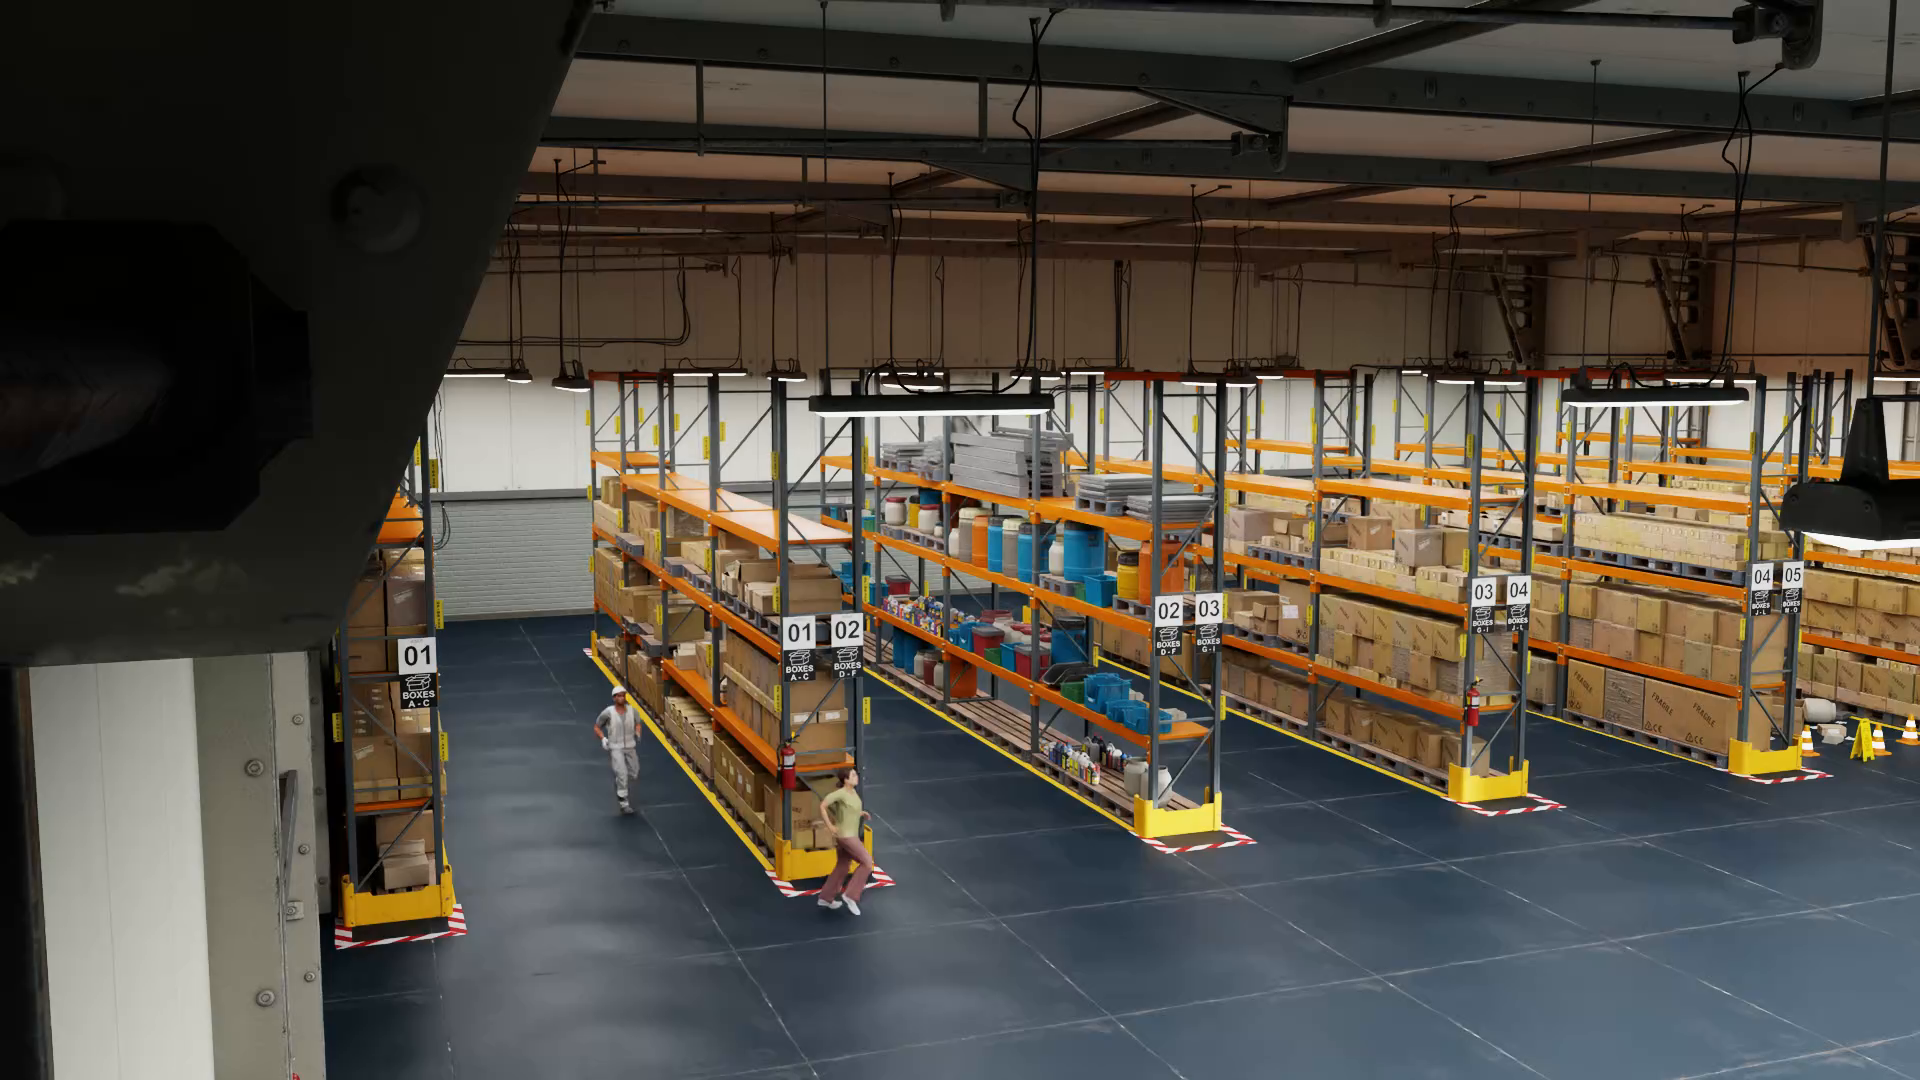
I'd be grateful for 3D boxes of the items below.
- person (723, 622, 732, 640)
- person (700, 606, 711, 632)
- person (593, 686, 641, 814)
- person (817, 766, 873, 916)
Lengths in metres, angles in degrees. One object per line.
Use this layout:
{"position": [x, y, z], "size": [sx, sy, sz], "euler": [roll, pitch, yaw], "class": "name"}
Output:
{"position": [-4.826, 1.687, 34.272], "size": [0.533, 1.657, 0.691], "euler": [-4, 7, -29], "class": "person"}
{"position": [-5.434, 1.528, 35.557], "size": [0.677, 1.713, 0.898], "euler": [-6, 8, -41], "class": "person"}
{"position": [-4.724, 2.890, 23.093], "size": [0.653, 1.748, 0.780], "euler": [-4, 8, -32], "class": "person"}
{"position": [-1.293, 3.394, 18.960], "size": [0.664, 1.664, 0.568], "euler": [1, 6, 8], "class": "person"}
